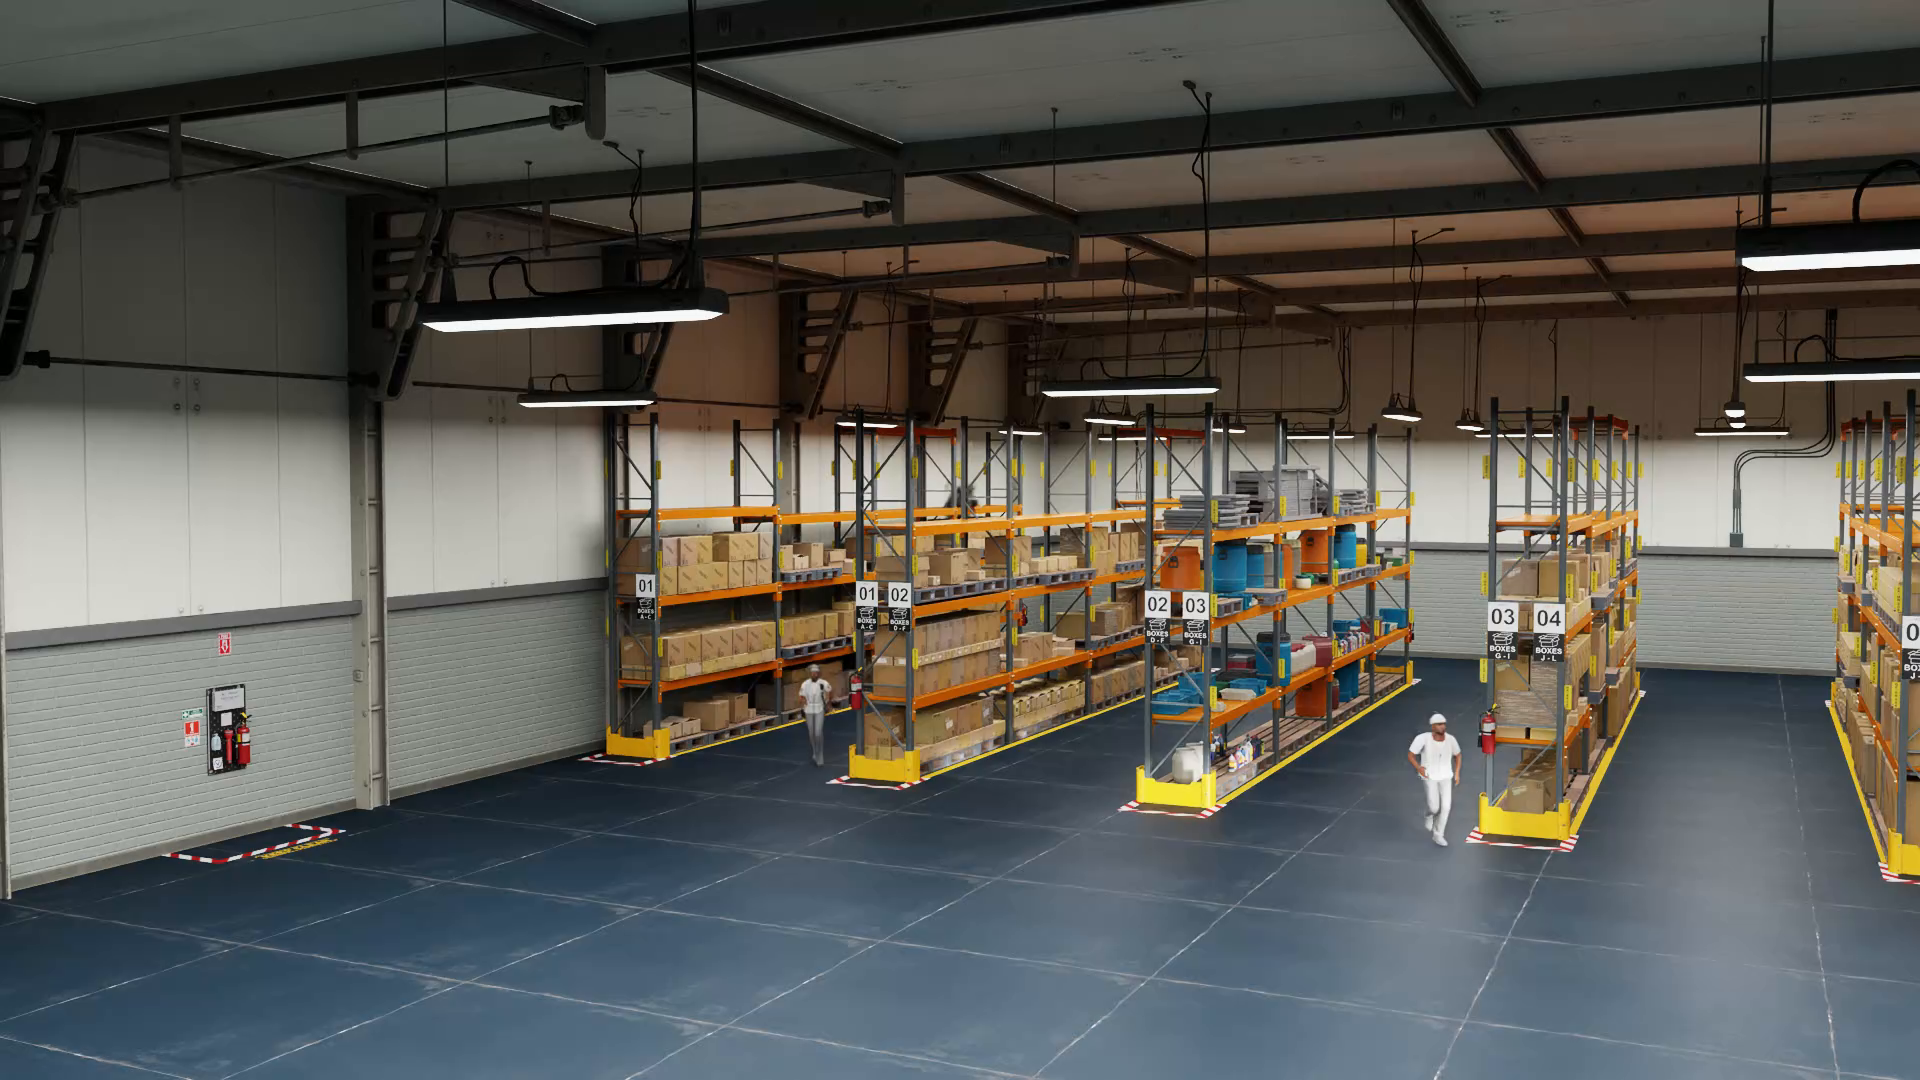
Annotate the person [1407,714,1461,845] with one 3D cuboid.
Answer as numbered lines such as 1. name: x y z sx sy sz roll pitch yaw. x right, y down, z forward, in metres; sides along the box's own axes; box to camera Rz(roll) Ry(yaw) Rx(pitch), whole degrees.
1. person: 6.419 3.203 22.427 0.737 1.735 0.602 0 2 0

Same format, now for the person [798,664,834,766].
1. person: -2.474 2.979 28.362 0.563 1.747 0.736 0 2 7
